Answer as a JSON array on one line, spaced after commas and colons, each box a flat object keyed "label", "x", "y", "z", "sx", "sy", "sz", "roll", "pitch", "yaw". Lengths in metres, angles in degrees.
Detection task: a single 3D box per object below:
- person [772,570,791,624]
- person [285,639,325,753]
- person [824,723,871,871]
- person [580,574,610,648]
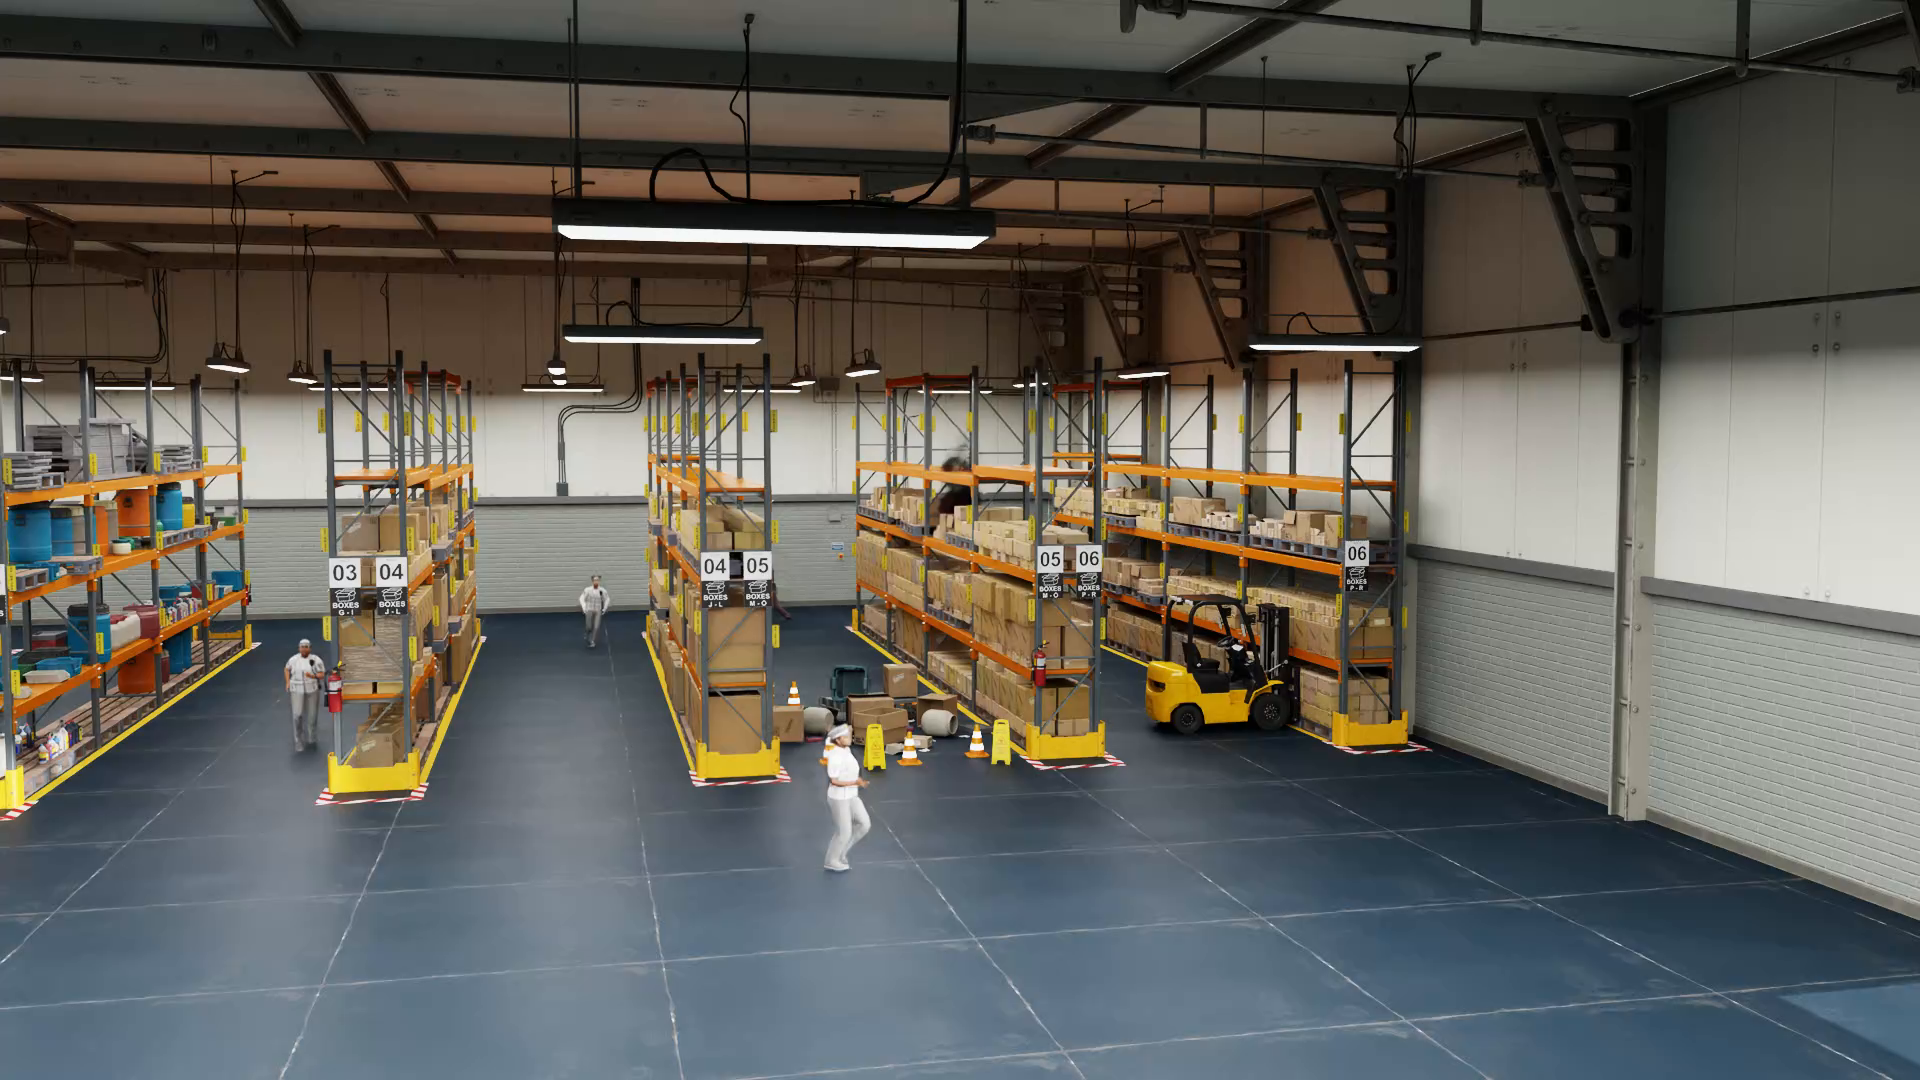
[{"label": "person", "x": -4.674, "y": 1.308, "z": 41.093, "sx": 0.973, "sy": 1.736, "sz": 0.657, "roll": -1, "pitch": 4, "yaw": -19}, {"label": "person", "x": -10.111, "y": 2.389, "z": 25.683, "sx": 0.579, "sy": 1.729, "sz": 0.738, "roll": -2, "pitch": 4, "yaw": -22}, {"label": "person", "x": -1.240, "y": 2.874, "z": 18.561, "sx": 0.586, "sy": 1.667, "sz": 0.562, "roll": 1, "pitch": 4, "yaw": 20}, {"label": "person", "x": -8.212, "y": 1.581, "z": 37.427, "sx": 0.659, "sy": 1.641, "sz": 0.624, "roll": -2, "pitch": 4, "yaw": -22}]
